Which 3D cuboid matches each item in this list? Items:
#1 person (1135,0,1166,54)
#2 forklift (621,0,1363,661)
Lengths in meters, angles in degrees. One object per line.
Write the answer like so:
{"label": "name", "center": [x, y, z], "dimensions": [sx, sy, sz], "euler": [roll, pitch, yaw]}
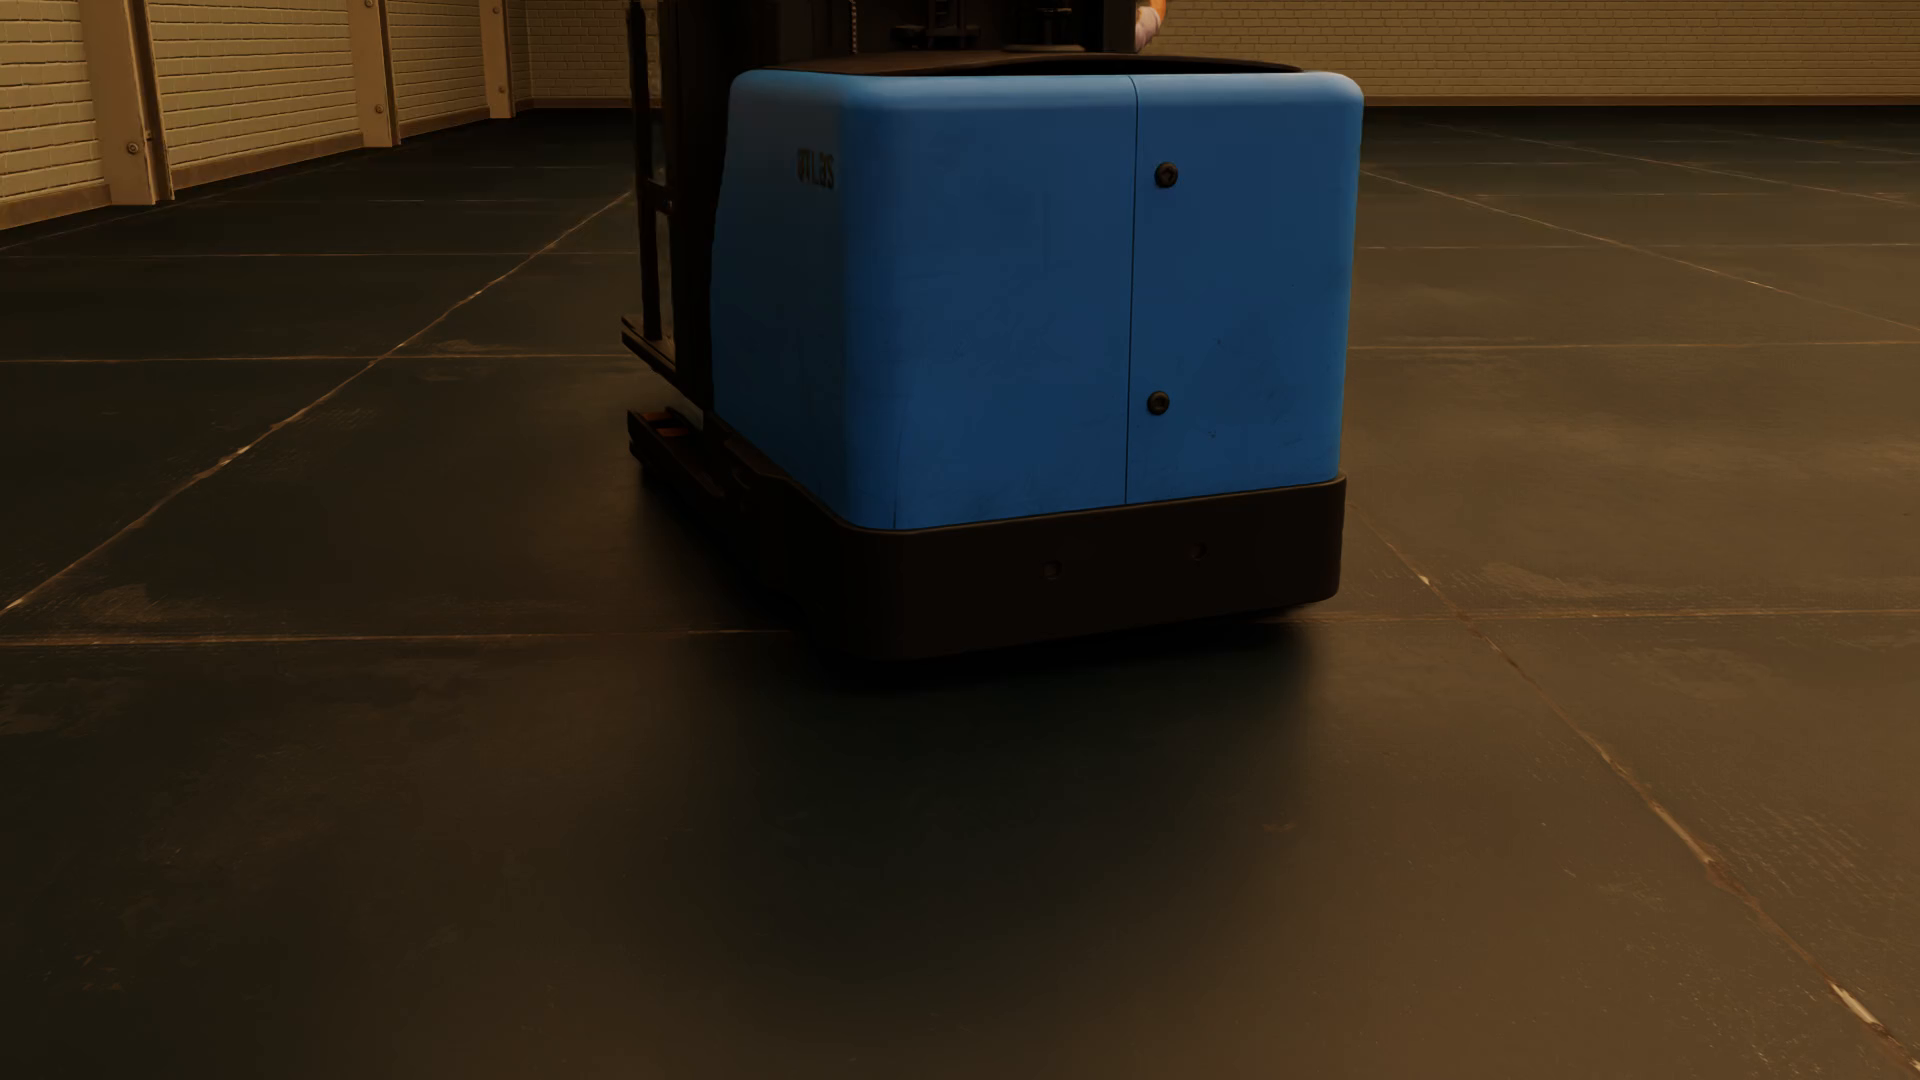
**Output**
{"label": "person", "center": [0.400, -1.803, 7.195], "dimensions": [0.950, 1.577, 0.737], "euler": [4, 18, 14]}
{"label": "forklift", "center": [-0.260, -1.574, 4.054], "dimensions": [1.130, 2.935, 3.031], "euler": [-7, 18, -21]}
